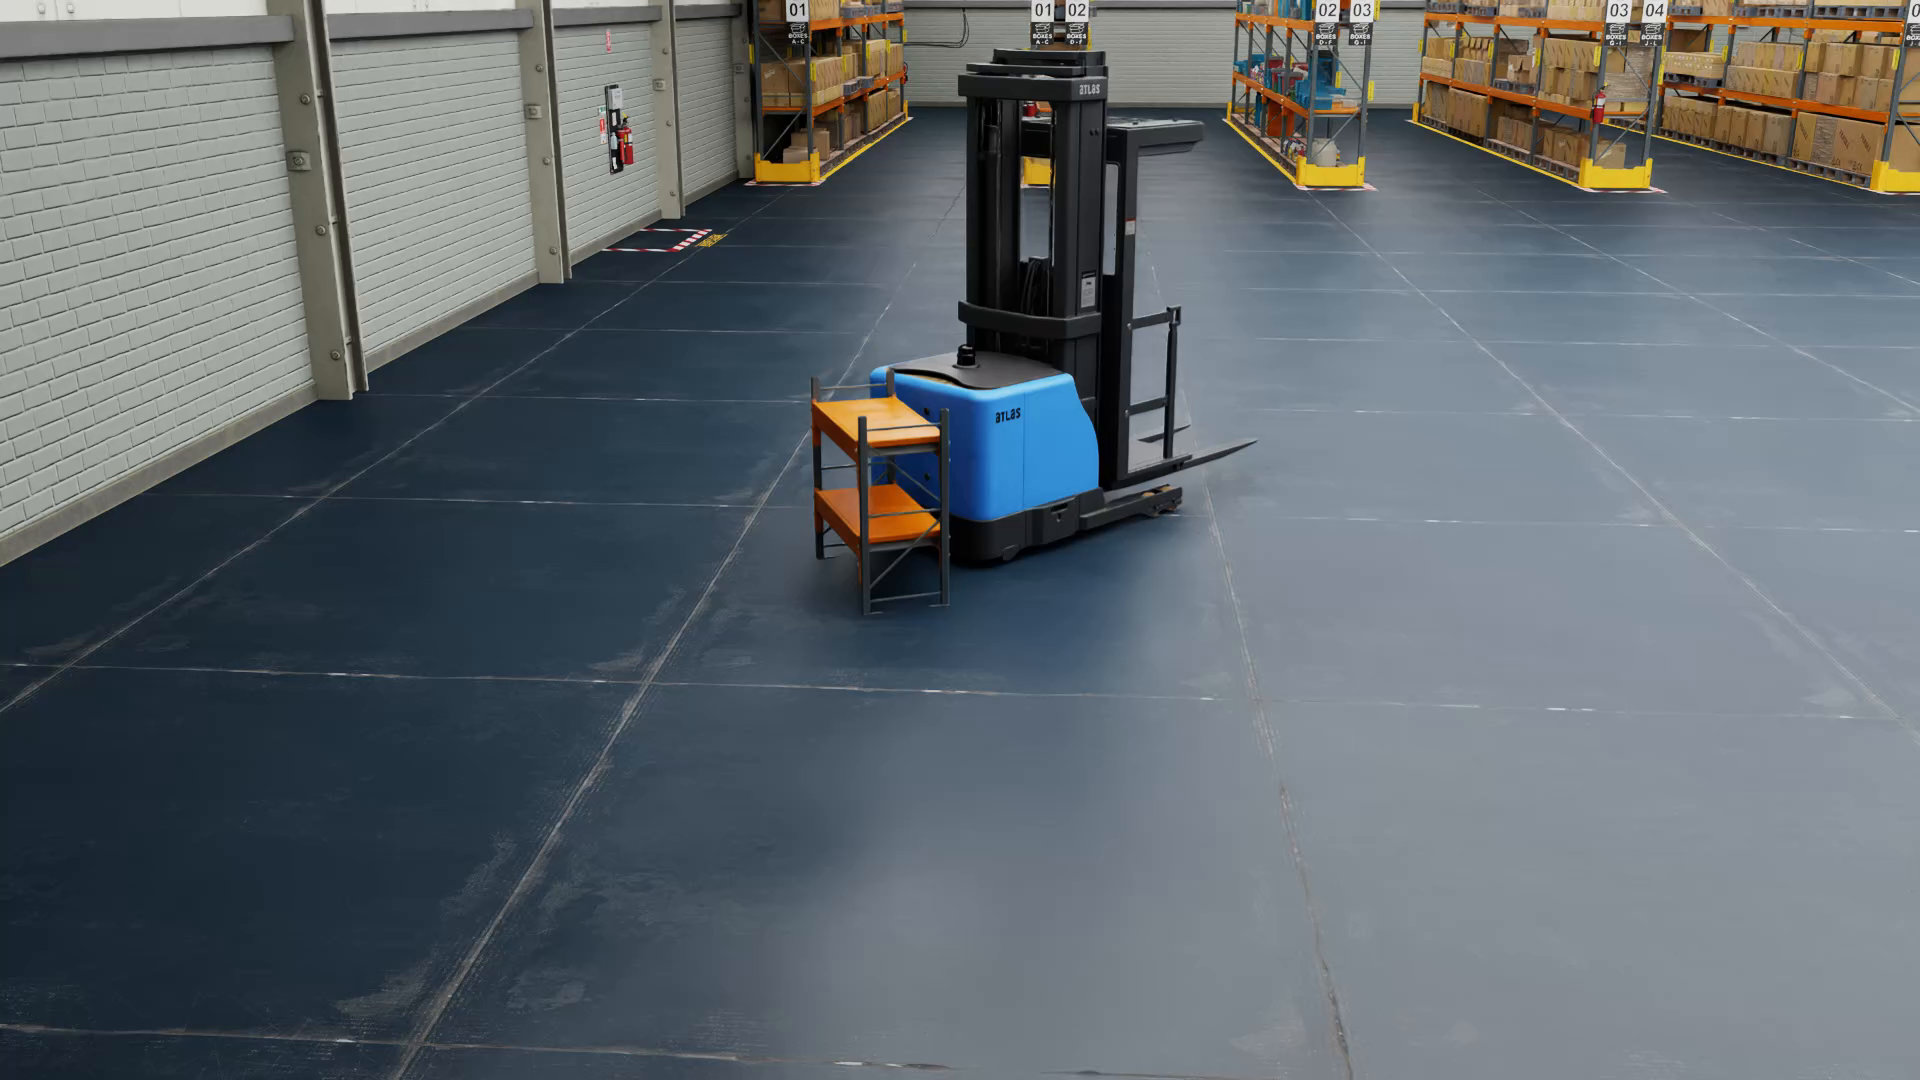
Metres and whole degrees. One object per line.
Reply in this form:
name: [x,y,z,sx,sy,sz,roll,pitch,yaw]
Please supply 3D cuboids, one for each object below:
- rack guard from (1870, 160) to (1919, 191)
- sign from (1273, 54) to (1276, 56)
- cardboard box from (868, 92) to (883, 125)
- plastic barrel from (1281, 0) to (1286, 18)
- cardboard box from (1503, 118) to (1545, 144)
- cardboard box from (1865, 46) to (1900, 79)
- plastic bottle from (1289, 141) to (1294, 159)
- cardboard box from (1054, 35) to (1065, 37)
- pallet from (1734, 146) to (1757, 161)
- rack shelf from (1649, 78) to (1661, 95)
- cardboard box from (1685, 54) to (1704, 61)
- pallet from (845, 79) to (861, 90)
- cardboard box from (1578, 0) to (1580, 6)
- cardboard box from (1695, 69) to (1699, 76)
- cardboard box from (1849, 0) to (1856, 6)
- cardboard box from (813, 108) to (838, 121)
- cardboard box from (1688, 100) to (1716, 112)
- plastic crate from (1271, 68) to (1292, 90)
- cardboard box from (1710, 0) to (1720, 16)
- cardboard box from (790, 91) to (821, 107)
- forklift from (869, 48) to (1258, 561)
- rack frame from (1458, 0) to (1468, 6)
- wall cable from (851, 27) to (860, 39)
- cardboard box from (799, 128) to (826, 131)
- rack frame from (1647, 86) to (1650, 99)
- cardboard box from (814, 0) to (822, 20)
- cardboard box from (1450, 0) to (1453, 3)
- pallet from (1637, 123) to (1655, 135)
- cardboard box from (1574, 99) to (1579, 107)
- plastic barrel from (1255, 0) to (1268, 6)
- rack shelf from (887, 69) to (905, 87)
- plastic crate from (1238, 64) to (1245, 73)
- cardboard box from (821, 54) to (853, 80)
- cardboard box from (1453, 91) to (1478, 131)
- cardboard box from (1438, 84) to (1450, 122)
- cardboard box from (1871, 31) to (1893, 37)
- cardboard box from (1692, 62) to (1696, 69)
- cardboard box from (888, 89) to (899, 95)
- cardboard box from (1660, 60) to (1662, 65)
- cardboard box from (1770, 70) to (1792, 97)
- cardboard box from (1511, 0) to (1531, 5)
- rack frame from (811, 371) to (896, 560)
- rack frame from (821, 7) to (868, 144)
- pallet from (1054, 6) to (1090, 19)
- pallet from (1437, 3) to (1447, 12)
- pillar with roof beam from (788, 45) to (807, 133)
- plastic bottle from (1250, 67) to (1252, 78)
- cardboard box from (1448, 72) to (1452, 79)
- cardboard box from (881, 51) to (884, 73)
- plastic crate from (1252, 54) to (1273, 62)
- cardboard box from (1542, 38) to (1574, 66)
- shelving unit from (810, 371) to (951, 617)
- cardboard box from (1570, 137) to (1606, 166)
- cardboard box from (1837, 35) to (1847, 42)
rack guard: [16.575,-6.358,29.022,1.175,0.500,0.348,1,18,4]
sign: [8.393,-12.845,44.545,0.100,0.325,0.005,1,18,4]
cardboard box: [-2.302,-10.451,40.278,0.750,0.750,0.750,2,18,6]
plastic barrel: [6.850,-11.077,33.790,0.600,0.901,0.600,0,18,0]
cardboard box: [12.155,-8.820,35.830,0.700,0.500,0.500,0,18,-1]
cardboard box: [16.589,-8.425,29.341,0.875,0.550,0.550,1,18,4]
plastic bottle: [6.468,-7.566,32.244,0.144,0.351,0.185,1,18,3]
cardboard box: [2.394,-12.330,41.468,0.500,0.500,0.500,1,18,4]
pallet: [16.928,-8.091,34.777,1.003,0.211,1.213,1,18,4]
rack shelf: [17.580,-11.559,42.038,1.077,0.370,4.000,1,18,4]
cardboard box: [16.843,-11.045,38.088,0.380,0.149,0.250,2,18,6]
pallet: [-2.713,-9.804,35.835,1.003,0.211,1.213,1,18,4]
cardboard box: [11.512,-9.820,30.358,0.380,0.149,0.250,0,18,1]
cardboard box: [16.786,-10.515,37.426,0.380,0.149,0.250,1,18,3]
cardboard box: [16.389,-9.770,30.175,0.380,0.149,0.250,2,18,5]
cardboard box: [-2.834,-9.012,35.214,0.500,0.250,0.500,1,18,3]
cardboard box: [17.015,-9.938,38.072,0.500,0.250,0.500,2,18,5]
plastic crate: [6.849,-9.826,35.489,0.402,0.464,0.583,1,18,4]
cardboard box: [16.961,-11.849,36.789,0.500,0.500,0.500,1,18,4]
cardboard box: [-2.833,-8.109,30.563,0.500,0.250,0.500,1,18,2]
forklift: [0.828,-1.640,10.721,3.031,2.935,1.130,-17,25,-42]
rack frame: [12.497,-14.273,39.530,1.000,3.000,0.127,1,18,4]
wall cable: [-2.890,-13.898,46.387,0.084,1.984,1.851,1,18,4]
cardboard box: [-2.933,-7.967,33.228,0.500,0.500,0.500,0,18,0]
rack frame: [17.724,-12.522,43.821,1.000,3.000,0.127,1,18,4]
cardboard box: [-2.838,-9.773,30.423,0.500,0.500,0.500,2,18,8]
cardboard box: [12.536,-13.553,41.155,0.700,0.500,0.500,2,18,7]
pallet: [17.450,-10.164,41.103,1.003,0.211,1.213,1,18,4]
cardboard box: [11.525,-8.057,30.599,0.380,0.149,0.250,1,18,4]
plastic barrel: [7.269,-13.064,39.766,0.433,0.535,0.433,0,18,0]
rack shelf: [-2.181,-12.033,43.484,1.077,0.370,4.000,1,18,4]
plastic crate: [7.382,-12.152,42.865,0.416,0.233,0.300,1,18,4]
cardboard box: [-2.702,-10.234,35.972,0.700,0.500,0.500,1,18,4]
cardboard box: [12.408,-10.135,39.274,1.225,0.875,0.875,1,18,2]
cardboard box: [12.689,-11.095,42.202,0.875,0.875,0.875,1,18,4]
cardboard box: [22.086,-12.134,39.830,0.380,0.149,0.250,1,18,3]
cardboard box: [16.804,-10.742,37.641,0.380,0.149,0.250,1,18,4]
cardboard box: [-1.833,-11.973,44.444,0.380,0.149,0.250,2,18,5]
cardboard box: [17.190,-11.625,40.446,0.500,0.500,0.500,1,18,4]
cardboard box: [16.670,-9.168,33.423,0.500,0.500,0.500,1,18,3]
cardboard box: [11.851,-11.436,34.726,0.500,0.500,0.500,1,18,2]
rack frame: [-0.632,-0.443,9.968,0.500,1.125,0.032,-6,19,-18]
rack frame: [-2.611,-10.511,37.685,1.000,3.000,0.127,1,18,4]
pallet: [1.833,-9.520,29.983,1.003,0.211,1.213,1,18,4]
pallet: [12.656,-13.437,41.938,1.003,0.211,1.213,1,18,4]
pillar with roof beam: [0.726,-12.882,35.284,9.100,9.000,0.400,1,18,4]
plastic bottle: [7.105,-11.373,40.501,0.061,0.283,0.133,1,18,4]
cardboard box: [12.192,-11.405,40.814,0.380,0.149,0.250,1,18,4]
cardboard box: [-2.133,-11.644,40.472,0.500,0.500,0.500,1,18,4]
plastic crate: [8.006,-12.712,44.248,0.616,0.435,0.499,1,18,4]
cardboard box: [11.638,-9.467,32.254,0.500,0.500,0.500,1,18,4]
shelving unit: [-0.467,-0.293,9.511,0.538,1.125,1.048,-6,19,-18]
cardboard box: [11.771,-7.281,31.165,0.500,0.500,0.500,3,18,9]
cardboard box: [22.256,-12.347,41.522,0.500,0.500,0.500,1,18,4]
